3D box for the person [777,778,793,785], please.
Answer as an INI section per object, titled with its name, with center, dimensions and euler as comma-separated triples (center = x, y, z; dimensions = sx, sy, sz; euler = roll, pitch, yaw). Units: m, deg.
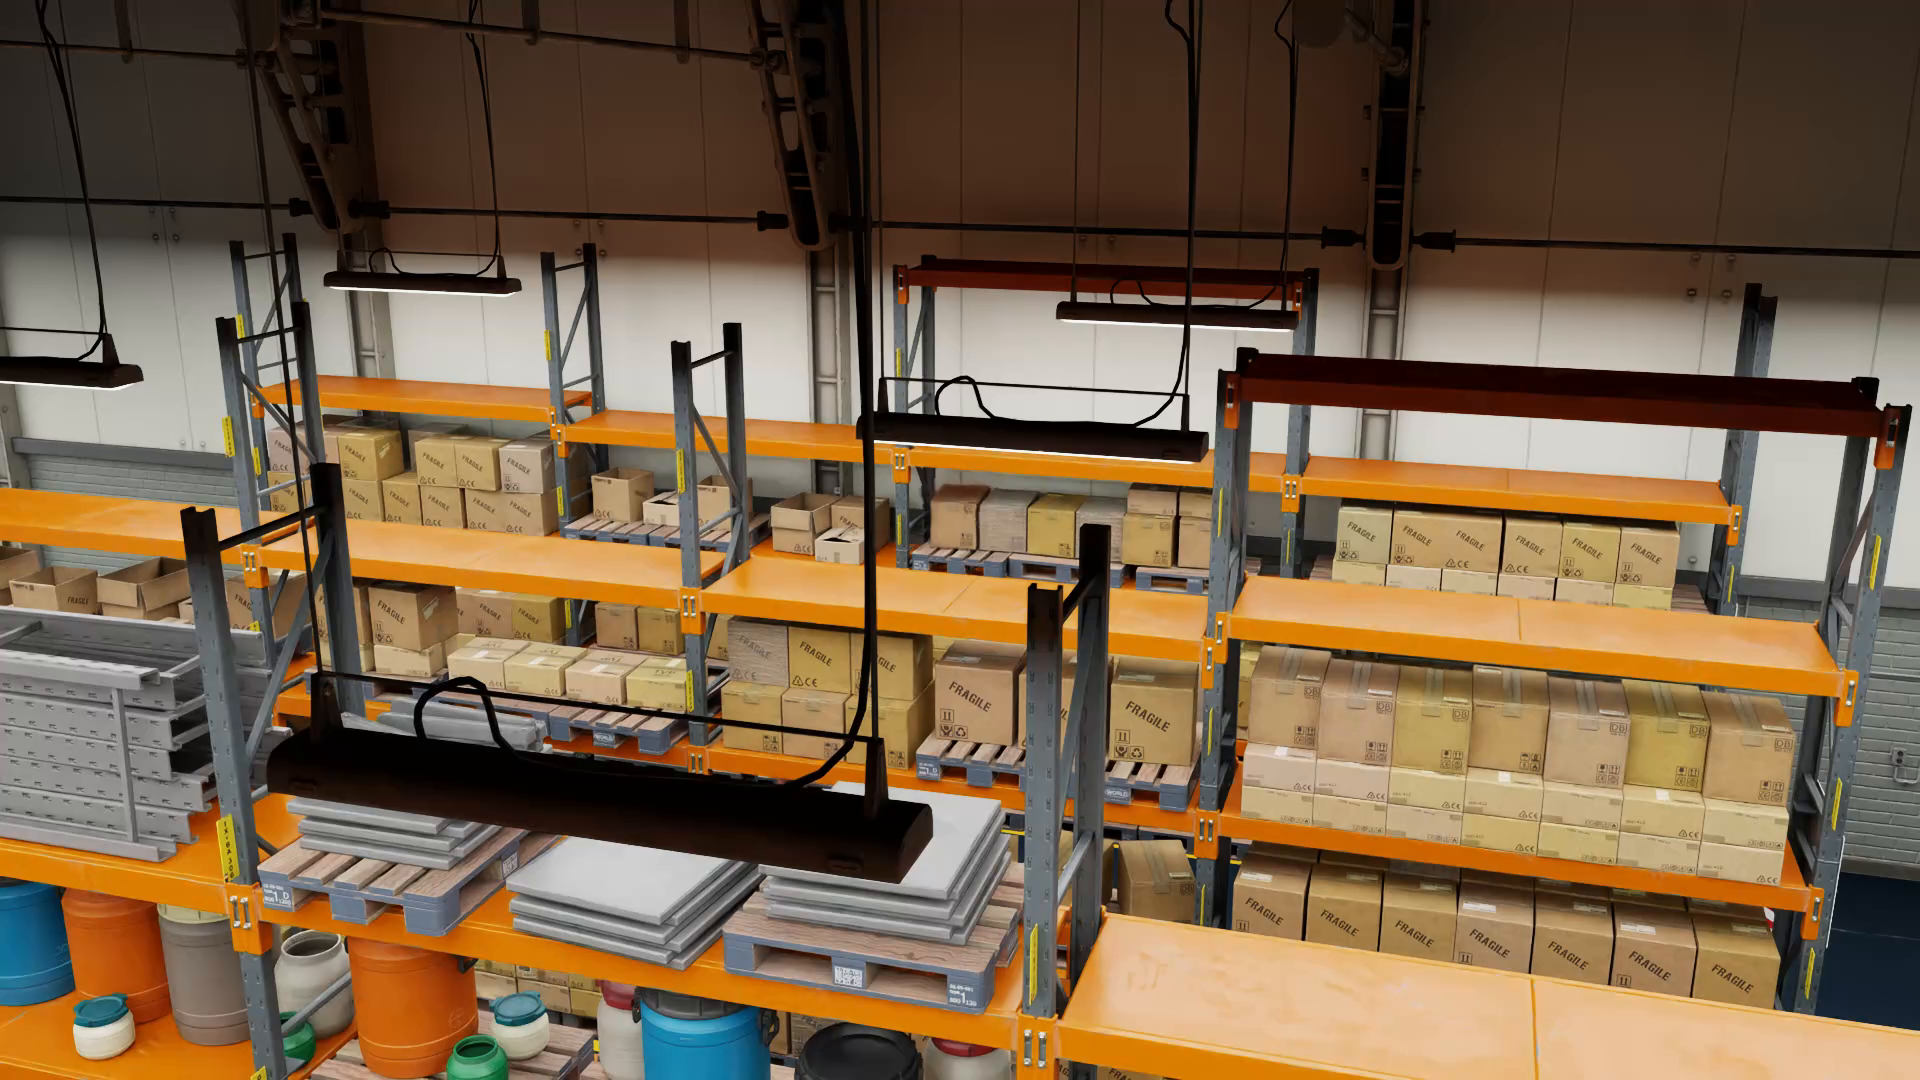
[person]
center = -1.767, 2.202, 17.367
dimensions = 0.686, 1.541, 0.492
euler = 8, 18, 25
